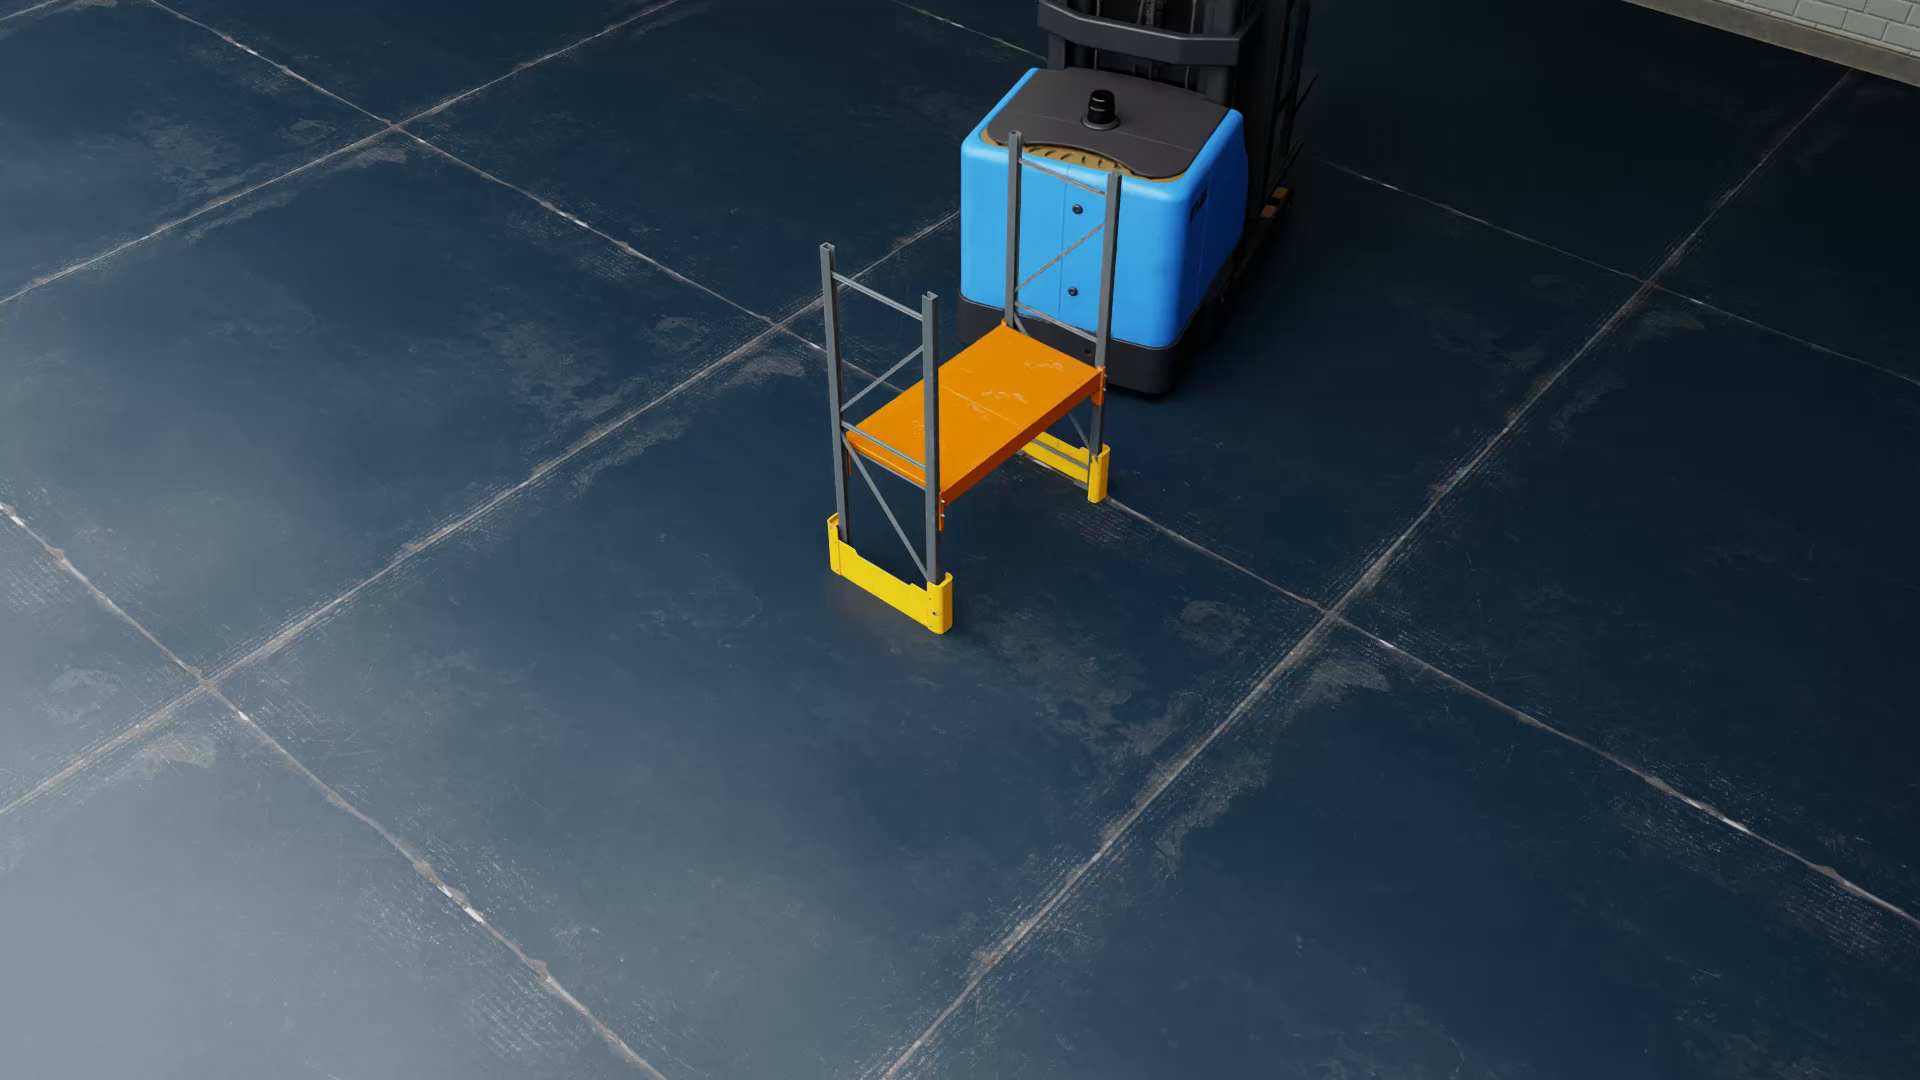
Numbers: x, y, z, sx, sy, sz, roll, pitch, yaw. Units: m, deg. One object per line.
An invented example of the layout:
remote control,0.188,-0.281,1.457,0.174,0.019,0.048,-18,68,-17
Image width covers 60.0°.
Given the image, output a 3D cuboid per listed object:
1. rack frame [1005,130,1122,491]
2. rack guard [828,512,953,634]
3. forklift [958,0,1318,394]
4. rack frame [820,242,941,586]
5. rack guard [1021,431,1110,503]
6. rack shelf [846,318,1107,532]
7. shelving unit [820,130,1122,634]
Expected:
rack frame,0.382,-0.861,6.582,0.500,1.500,0.032,29,50,28
rack guard,-0.271,0.125,6.427,0.587,0.250,0.087,29,50,28
forklift,1.064,-2.727,7.571,1.130,2.935,3.031,17,45,18
rack frame,-0.272,-0.337,6.006,0.500,1.500,0.032,29,50,28
rack guard,0.370,-0.388,6.991,0.587,0.250,0.087,29,50,28
rack shelf,0.055,-0.466,6.415,0.538,0.185,1.000,29,50,28
shelving unit,0.049,-0.594,6.289,0.587,1.500,1.083,29,50,28
